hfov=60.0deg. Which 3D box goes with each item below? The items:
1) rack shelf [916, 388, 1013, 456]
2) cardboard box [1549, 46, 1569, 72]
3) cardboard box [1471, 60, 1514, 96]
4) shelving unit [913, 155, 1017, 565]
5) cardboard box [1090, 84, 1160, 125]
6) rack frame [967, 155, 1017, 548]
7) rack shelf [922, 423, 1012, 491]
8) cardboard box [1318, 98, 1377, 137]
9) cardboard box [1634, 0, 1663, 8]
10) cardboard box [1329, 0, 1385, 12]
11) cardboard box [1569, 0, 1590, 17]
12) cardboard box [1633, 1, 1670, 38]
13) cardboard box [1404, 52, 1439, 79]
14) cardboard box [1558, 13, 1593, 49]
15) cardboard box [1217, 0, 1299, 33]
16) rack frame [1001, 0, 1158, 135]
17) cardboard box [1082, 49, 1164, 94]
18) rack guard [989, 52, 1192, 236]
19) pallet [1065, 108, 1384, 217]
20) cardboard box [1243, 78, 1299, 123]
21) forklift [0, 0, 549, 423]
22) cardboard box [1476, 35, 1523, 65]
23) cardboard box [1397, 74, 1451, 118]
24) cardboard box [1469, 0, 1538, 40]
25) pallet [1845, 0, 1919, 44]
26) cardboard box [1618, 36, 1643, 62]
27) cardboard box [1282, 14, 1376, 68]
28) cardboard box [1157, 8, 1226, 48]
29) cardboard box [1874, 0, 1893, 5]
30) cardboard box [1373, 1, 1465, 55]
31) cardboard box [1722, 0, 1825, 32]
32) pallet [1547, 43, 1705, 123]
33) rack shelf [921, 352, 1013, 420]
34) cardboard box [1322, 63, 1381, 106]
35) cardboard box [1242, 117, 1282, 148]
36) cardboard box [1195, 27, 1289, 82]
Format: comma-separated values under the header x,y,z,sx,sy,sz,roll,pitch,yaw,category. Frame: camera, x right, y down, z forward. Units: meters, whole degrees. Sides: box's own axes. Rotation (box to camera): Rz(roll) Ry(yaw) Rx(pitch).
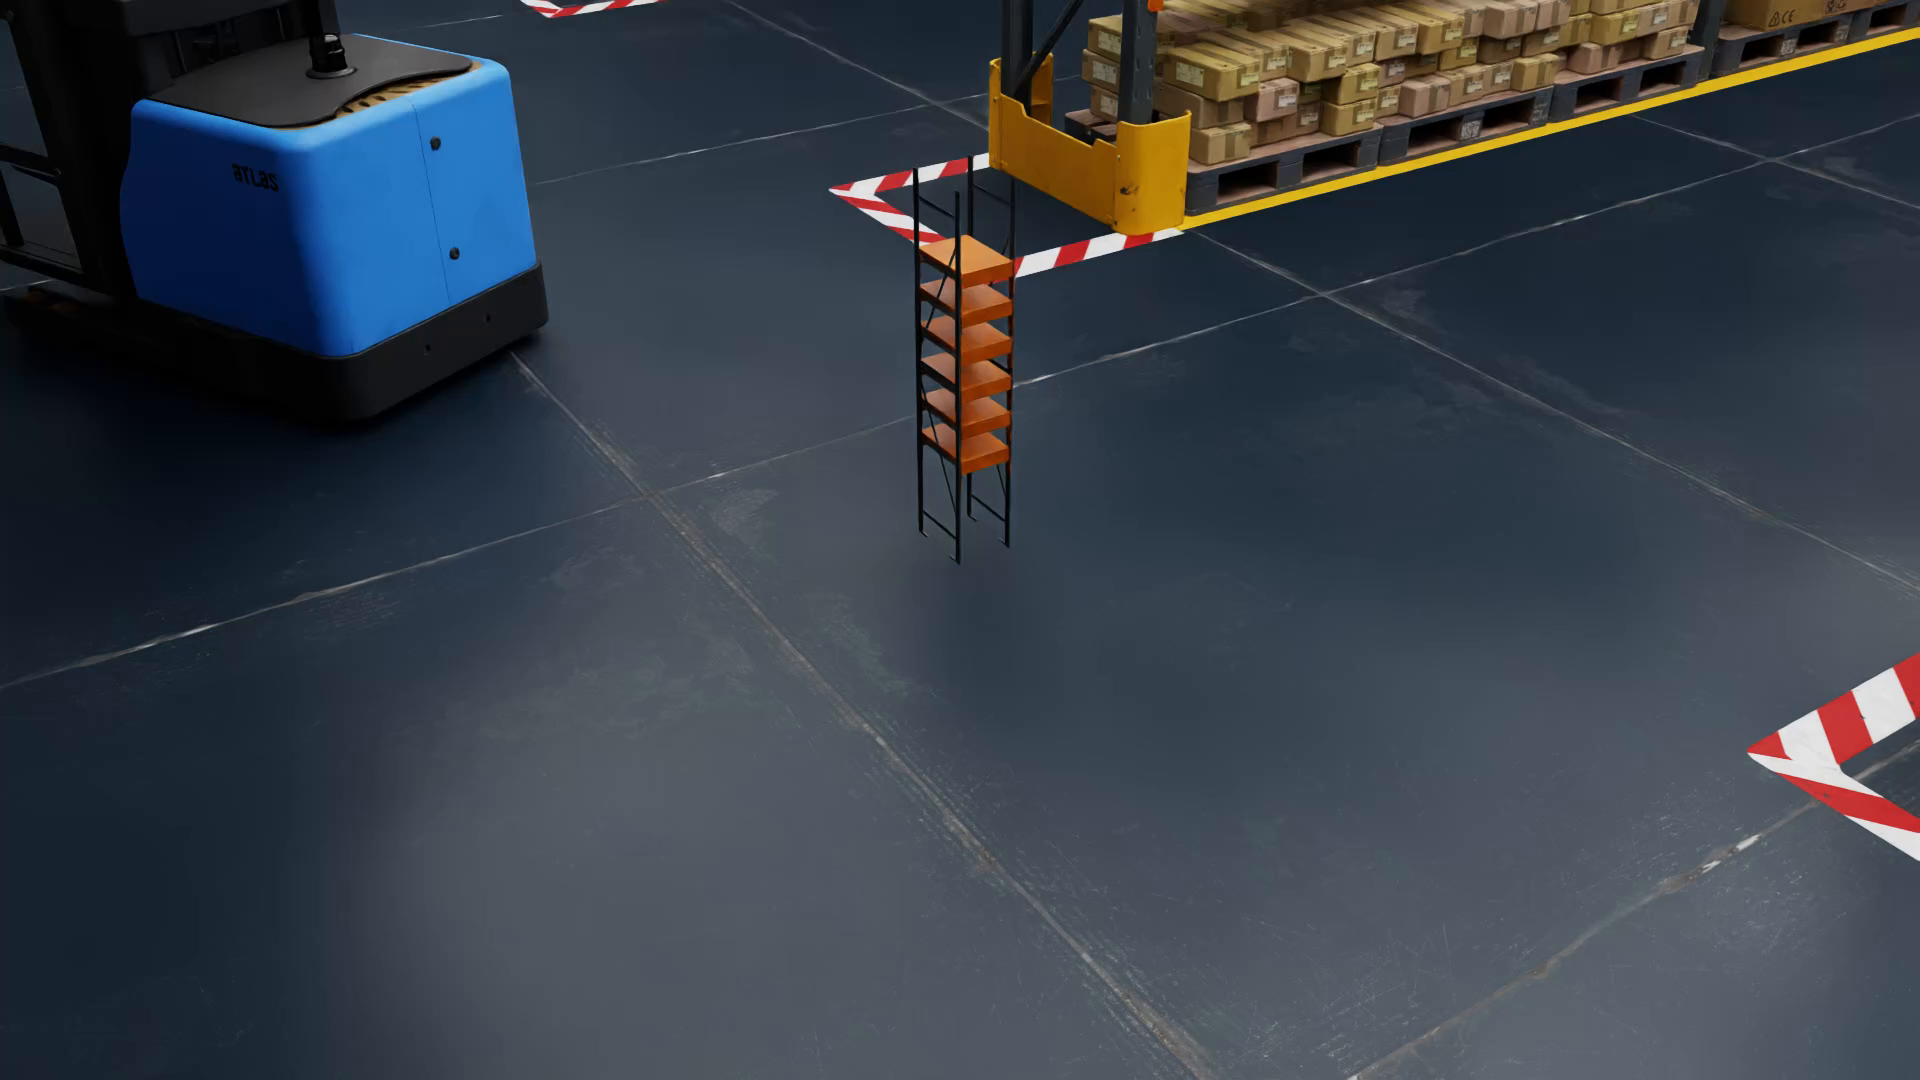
x,y,z,sx,sy,sz,roll,pitch,yaw,category
0.012,-0.373,5.024,0.180,0.103,0.258,-19,37,-27,rack shelf
2.992,-2.592,8.827,0.250,0.149,0.380,-20,37,-28,cardboard box
2.605,-2.413,8.542,0.250,0.149,0.380,-18,37,-26,cardboard box
0.012,-0.512,4.937,0.189,1.200,0.258,-19,37,-27,shelving unit
0.843,-2.113,8.066,0.250,0.149,0.380,-18,37,-26,cardboard box
0.089,-0.538,4.978,0.006,1.200,0.240,-19,37,-27,rack frame
0.012,-0.271,5.088,0.180,0.103,0.258,-19,37,-27,rack shelf
1.782,-2.087,8.025,0.250,0.149,0.380,-18,37,-27,cardboard box
3.524,-2.964,8.857,0.250,0.149,0.380,-18,37,-27,cardboard box
1.941,-2.739,8.502,0.250,0.149,0.380,-20,38,-29,cardboard box
3.058,-2.848,8.675,0.250,0.149,0.380,-18,36,-26,cardboard box
3.562,-2.832,8.927,0.250,0.149,0.380,-21,38,-29,cardboard box
2.163,-2.435,8.298,0.250,0.149,0.380,-17,36,-25,cardboard box
3.082,-2.718,8.746,0.250,0.149,0.380,-19,37,-27,cardboard box
1.464,-2.610,8.297,0.250,0.149,0.380,-21,38,-29,cardboard box
0.513,-2.895,7.028,0.127,3.000,1.000,-19,37,-27,rack frame
0.802,-2.273,8.042,0.250,0.149,0.380,-20,37,-29,cardboard box
0.577,-1.860,7.730,0.348,0.500,1.175,-19,37,-27,rack guard
1.279,-1.957,8.154,1.213,0.211,1.003,-19,37,-27,pallet
1.353,-2.083,7.740,0.250,0.149,0.380,-19,37,-27,cardboard box
-3.132,-2.219,6.020,3.031,2.935,1.130,17,36,25,forklift
2.643,-2.567,8.507,0.250,0.149,0.380,-21,38,-29,cardboard box
2.201,-2.236,8.262,0.250,0.149,0.380,-21,38,-30,cardboard box
2.661,-2.645,8.353,0.250,0.149,0.380,-20,38,-29,cardboard box
5.555,-3.452,10.525,1.213,0.211,1.003,-19,37,-27,pallet
3.466,-2.719,9.028,0.250,0.149,0.380,-18,36,-26,cardboard box
1.749,-2.375,7.925,0.250,0.149,0.380,-21,38,-30,cardboard box
1.063,-2.432,8.015,0.250,0.149,0.380,-18,37,-26,cardboard box
5.517,-3.578,10.059,0.500,0.500,0.500,-18,37,-26,cardboard box
2.233,-2.507,8.134,0.250,0.149,0.380,-18,37,-27,cardboard box
4.640,-3.266,9.566,0.500,0.500,0.500,-17,36,-25,cardboard box
3.330,-2.662,9.272,1.213,0.211,1.003,-19,37,-27,pallet
0.012,-0.474,4.960,0.180,0.103,0.258,-19,37,-27,rack shelf
1.786,-2.219,7.956,0.250,0.149,0.380,-18,36,-26,cardboard box
1.303,-1.987,7.867,0.250,0.149,0.380,-19,37,-27,cardboard box
1.304,-2.251,7.728,0.250,0.149,0.380,-18,37,-26,cardboard box
